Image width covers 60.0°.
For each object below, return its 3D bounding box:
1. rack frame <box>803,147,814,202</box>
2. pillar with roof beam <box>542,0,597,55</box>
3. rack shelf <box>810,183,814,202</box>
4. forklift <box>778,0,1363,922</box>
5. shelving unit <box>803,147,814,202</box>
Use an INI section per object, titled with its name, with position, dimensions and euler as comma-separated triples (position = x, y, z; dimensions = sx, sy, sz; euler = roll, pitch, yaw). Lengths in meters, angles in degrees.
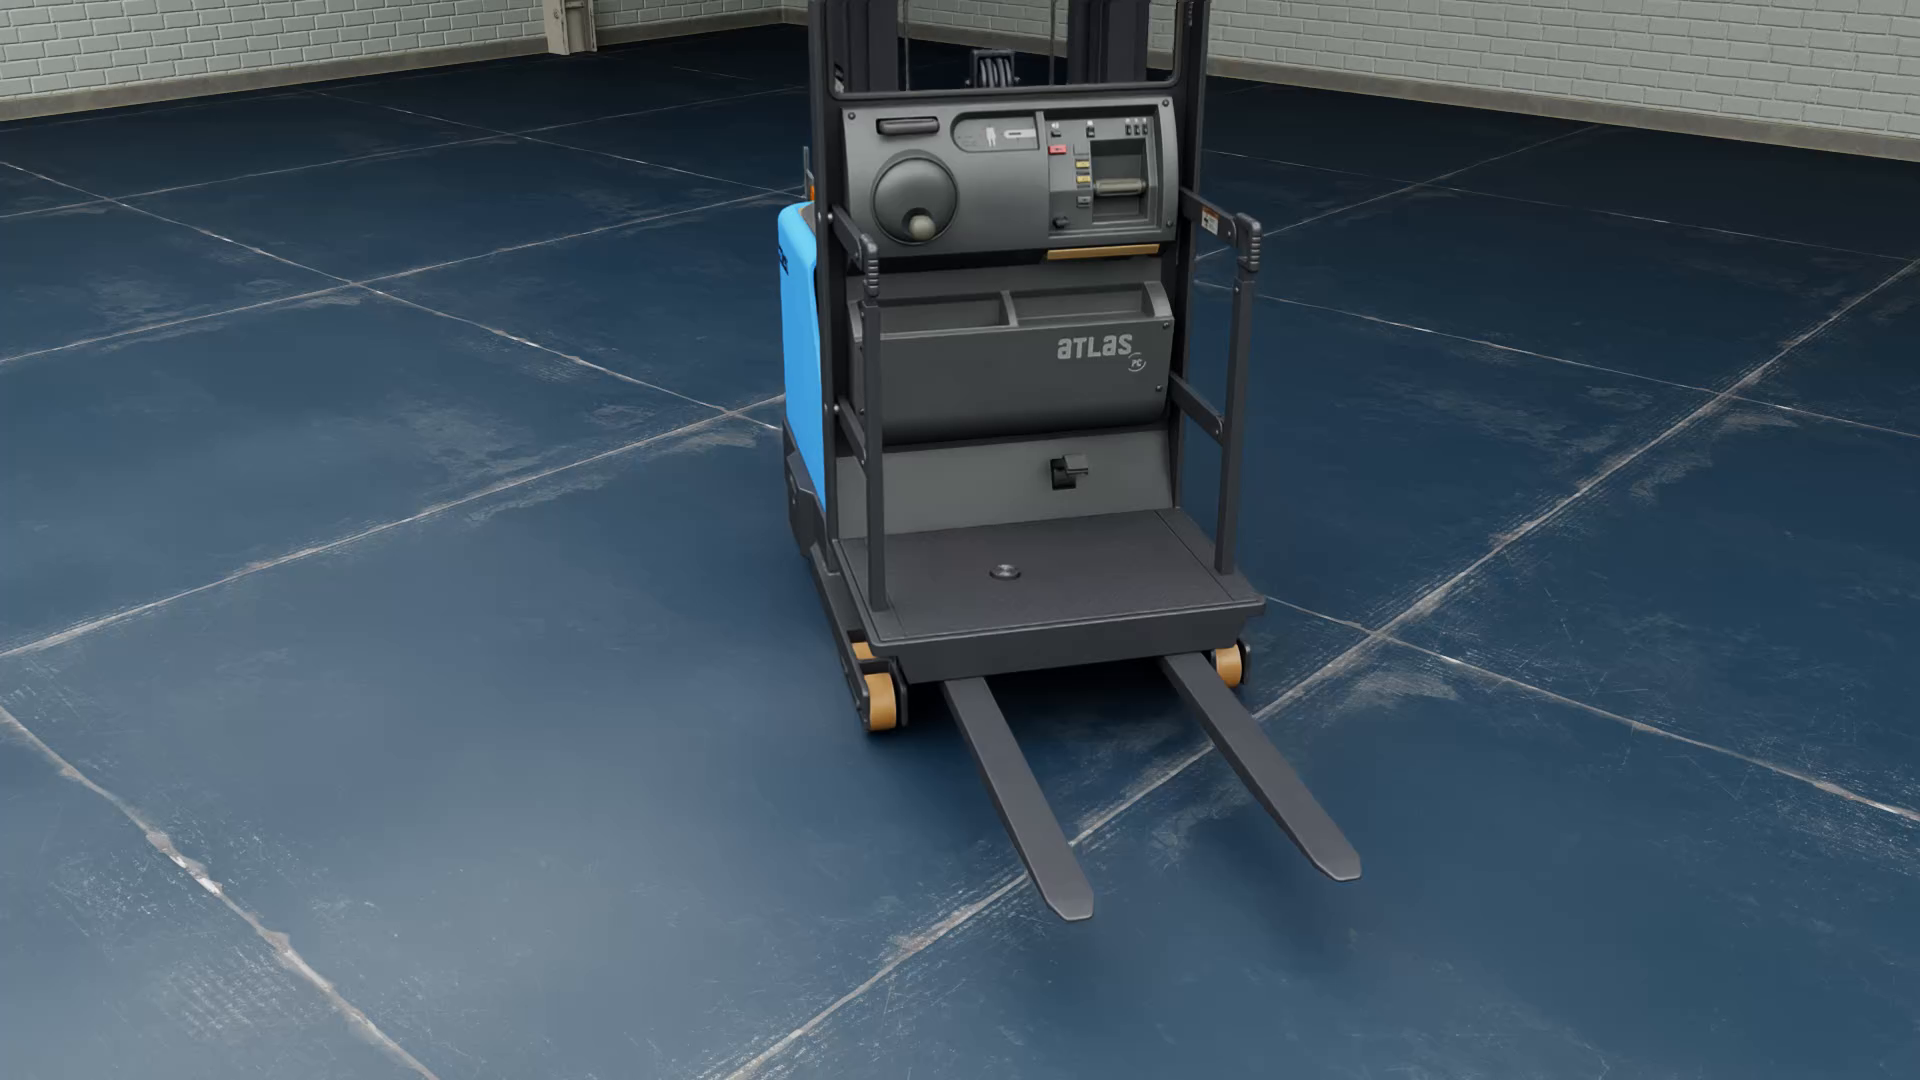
[rack frame]
position = -0.526, -0.816, 6.103
dimensions = 0.015, 1.200, 0.240
euler = -6, 25, -13
[pillar with roof beam]
position = -0.684, -7.833, 12.221
dimensions = 9.100, 9.000, 0.400
euler = 20, 31, 38
[rack shelf]
position = -0.289, -1.198, 5.996
dimensions = 0.480, 0.148, 0.258
euler = -6, 25, -13
[forklift]
position = 0.197, -0.979, 4.352
dimensions = 1.130, 2.935, 3.031
euler = -6, 25, -12
[shelving unit]
position = -0.289, -0.840, 6.156
dimensions = 0.503, 1.200, 0.258
euler = -6, 25, -13
